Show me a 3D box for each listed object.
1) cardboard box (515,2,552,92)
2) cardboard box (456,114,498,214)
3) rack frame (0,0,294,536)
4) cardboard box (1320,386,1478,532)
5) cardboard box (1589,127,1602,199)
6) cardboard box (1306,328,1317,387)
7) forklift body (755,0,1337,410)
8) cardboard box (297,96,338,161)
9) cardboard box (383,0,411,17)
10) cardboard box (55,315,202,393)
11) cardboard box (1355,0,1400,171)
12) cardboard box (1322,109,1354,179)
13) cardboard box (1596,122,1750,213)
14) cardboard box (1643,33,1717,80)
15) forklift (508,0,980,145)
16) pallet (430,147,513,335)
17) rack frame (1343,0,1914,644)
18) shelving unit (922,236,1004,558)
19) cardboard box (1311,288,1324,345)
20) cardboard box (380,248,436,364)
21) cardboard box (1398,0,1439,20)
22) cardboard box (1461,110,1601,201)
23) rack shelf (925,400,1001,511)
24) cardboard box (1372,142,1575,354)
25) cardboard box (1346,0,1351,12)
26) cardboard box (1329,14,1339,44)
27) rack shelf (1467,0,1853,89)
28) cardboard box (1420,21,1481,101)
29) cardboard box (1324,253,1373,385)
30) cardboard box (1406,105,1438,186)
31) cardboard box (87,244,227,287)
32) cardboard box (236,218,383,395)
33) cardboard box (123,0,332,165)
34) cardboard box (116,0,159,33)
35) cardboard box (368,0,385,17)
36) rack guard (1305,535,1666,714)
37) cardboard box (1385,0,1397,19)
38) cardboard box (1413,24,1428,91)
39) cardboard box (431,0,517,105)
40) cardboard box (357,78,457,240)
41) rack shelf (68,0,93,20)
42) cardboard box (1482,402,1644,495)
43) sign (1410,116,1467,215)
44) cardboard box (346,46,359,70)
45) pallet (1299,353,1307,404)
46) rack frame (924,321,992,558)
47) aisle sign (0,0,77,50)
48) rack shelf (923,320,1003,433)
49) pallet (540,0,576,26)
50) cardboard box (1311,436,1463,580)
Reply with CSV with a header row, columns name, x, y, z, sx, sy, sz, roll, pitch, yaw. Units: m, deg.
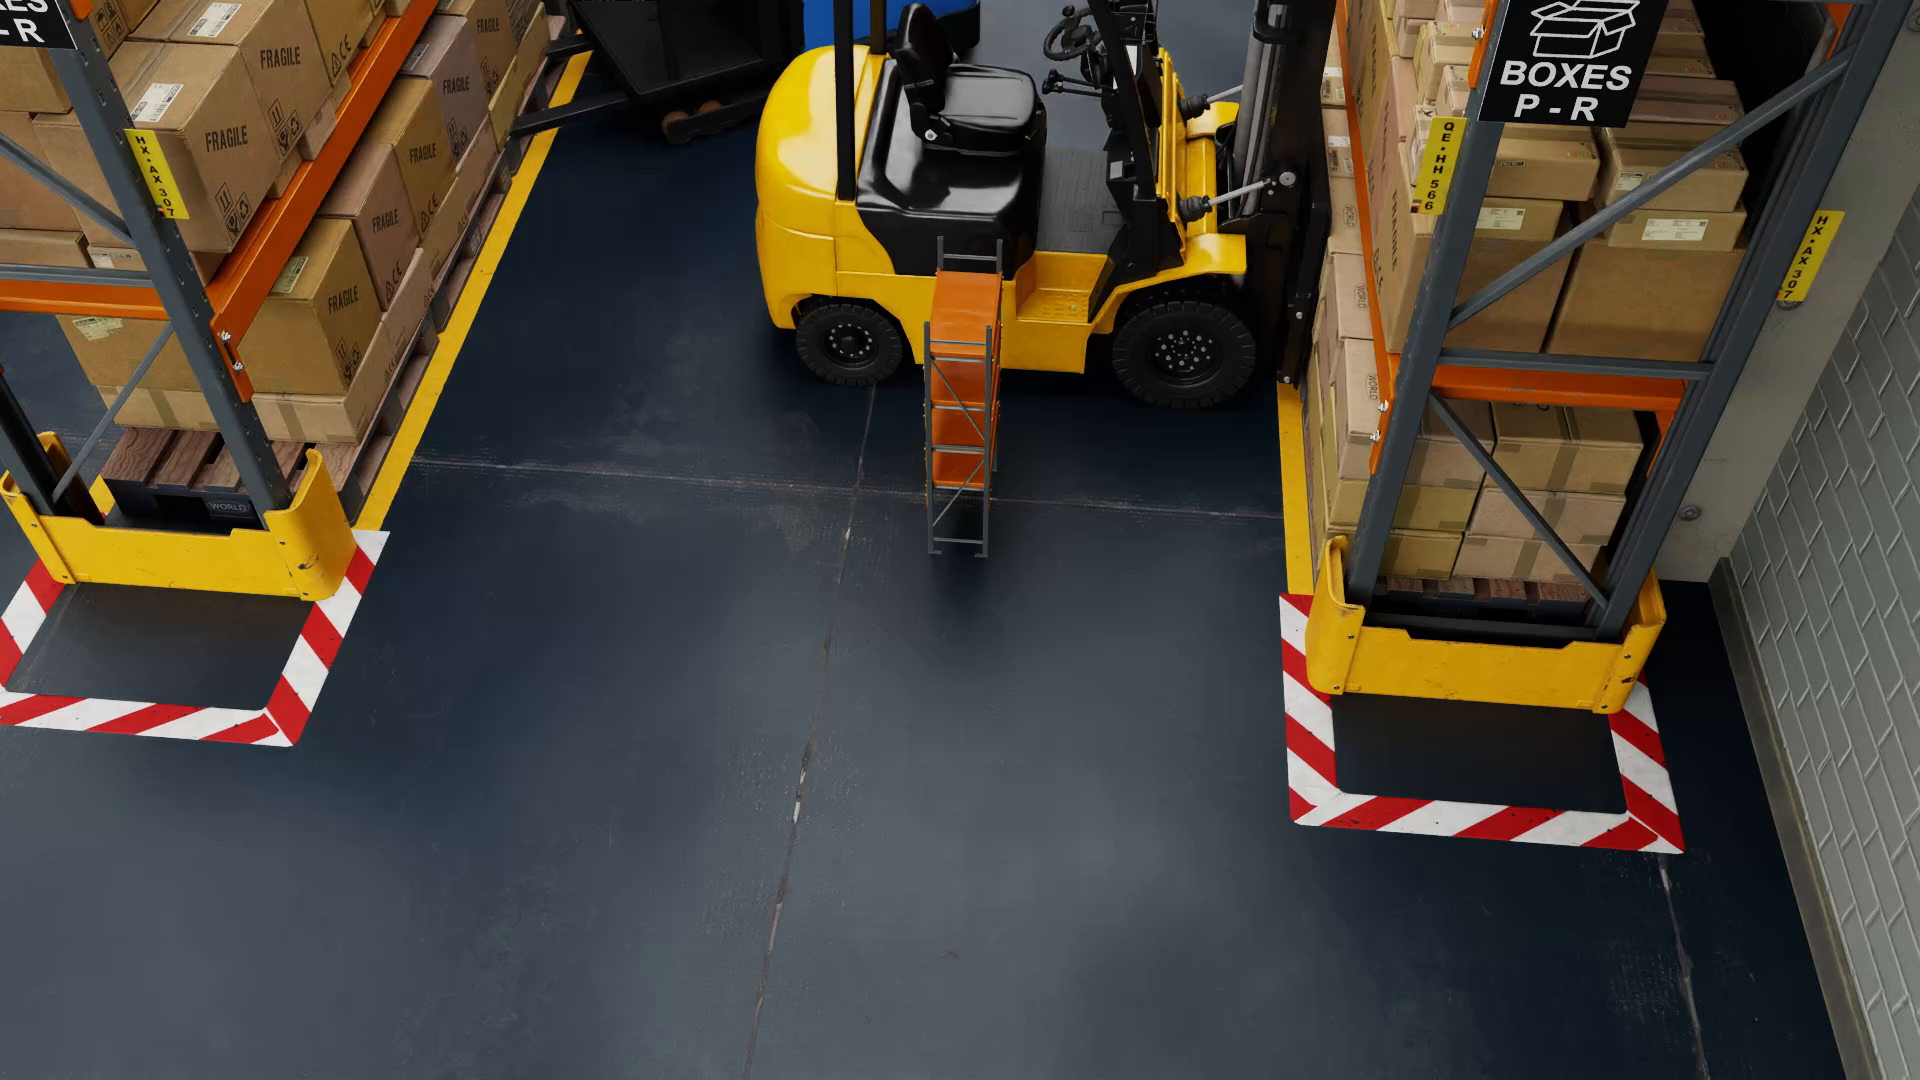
name,x,y,z,sx,sy,sz,roll,pitch,yaw
cardboard box,-2.459,-2.579,8.655,0.500,0.250,0.500,6,48,5
cardboard box,-2.549,-1.814,7.955,0.500,0.250,0.500,5,48,4
rack frame,-3.037,-0.879,5.521,1.000,3.000,0.127,4,48,4
cardboard box,1.639,-0.309,6.240,0.500,0.250,0.500,3,48,3
cardboard box,2.154,-1.218,5.324,0.380,0.149,0.250,4,48,4
cardboard box,1.743,-0.860,7.082,0.500,0.250,0.500,4,48,4
forklift body,0.262,-1.777,6.918,2.313,2.155,1.214,4,48,4
cardboard box,-2.618,-1.589,6.341,0.380,0.149,0.250,5,48,4
cardboard box,-2.528,-2.352,7.039,0.380,0.149,0.250,4,48,4
cardboard box,-3.224,-0.952,6.658,0.500,0.500,0.500,4,48,4
cardboard box,1.792,-1.718,6.221,0.500,0.500,0.500,3,48,3
cardboard box,1.768,-1.577,7.061,0.500,0.250,0.500,3,48,3
cardboard box,2.149,-1.133,5.045,0.380,0.149,0.250,3,48,3
cardboard box,2.217,-1.518,5.397,0.380,0.149,0.250,5,48,4
forklift,-1.439,-3.487,7.953,3.031,2.935,1.130,-21,51,-18
pallet,-2.808,-1.482,7.962,1.003,0.211,1.213,4,48,4
rack frame,1.906,-0.548,5.218,1.000,3.000,0.127,4,48,4
shelving unit,0.015,-0.527,6.419,0.258,1.200,0.503,4,48,4
cardboard box,1.722,-1.057,6.924,0.500,0.250,0.500,3,48,3
cardboard box,-2.635,-1.041,7.248,0.500,0.250,0.500,5,48,5
cardboard box,1.727,-1.932,5.776,0.380,0.149,0.250,5,48,4
cardboard box,1.729,-1.178,5.086,0.380,0.149,0.250,4,48,4
rack shelf,0.015,-0.347,6.615,0.258,0.148,0.480,4,48,4
cardboard box,1.689,-0.961,5.528,0.500,0.500,0.500,3,48,3
cardboard box,1.894,-2.456,6.896,0.500,0.500,0.500,3,48,3
cardboard box,1.857,-2.329,7.748,0.500,0.250,0.500,4,48,4
rack shelf,2.088,-2.787,5.721,1.077,0.370,4.000,4,48,4
cardboard box,1.717,-1.556,5.431,0.380,0.149,0.250,5,48,4
cardboard box,1.678,-0.834,6.381,0.500,0.250,0.500,5,48,4
cardboard box,1.652,-1.264,5.366,0.380,0.149,0.250,5,48,4
cardboard box,-2.800,-1.030,5.829,0.380,0.149,0.250,4,48,4
cardboard box,-2.687,-0.937,6.645,0.500,0.500,0.500,2,48,2
cardboard box,-2.674,-1.723,6.024,0.500,0.500,0.500,5,48,5
cardboard box,-3.155,-2.112,5.702,0.700,0.500,0.500,4,48,4
cardboard box,-2.591,-2.472,6.709,0.500,0.500,0.500,3,48,3
rack guard,1.904,0.314,6.124,1.175,0.500,0.348,4,48,4
cardboard box,1.751,-2.018,6.056,0.380,0.149,0.250,4,48,4
cardboard box,1.771,-1.632,5.702,0.380,0.149,0.250,4,48,3
cardboard box,-2.504,-2.458,8.036,0.500,0.500,0.500,5,48,4
cardboard box,-2.590,-1.690,7.333,0.500,0.500,0.500,5,48,4
rack shelf,-2.855,-3.118,6.024,1.077,0.370,4.000,4,48,4
cardboard box,2.138,-0.439,6.020,0.500,0.250,0.500,3,48,3
sign,1.367,-1.065,4.746,0.100,0.325,0.005,4,48,4
cardboard box,-2.663,-1.980,6.698,0.380,0.149,0.250,5,48,5
pallet,2.048,-1.065,7.581,1.003,0.211,1.213,4,48,4
rack frame,-0.007,-0.347,6.255,0.240,1.200,0.015,4,48,4
aisle sign,-2.734,-1.690,4.501,0.394,0.787,0.004,4,48,4
rack shelf,0.015,-0.632,6.303,0.258,0.148,0.480,4,48,4
pallet,-2.603,-3.449,9.762,1.003,0.211,1.213,4,48,4
cardboard box,1.634,-0.128,6.413,0.500,0.250,0.500,4,48,4
